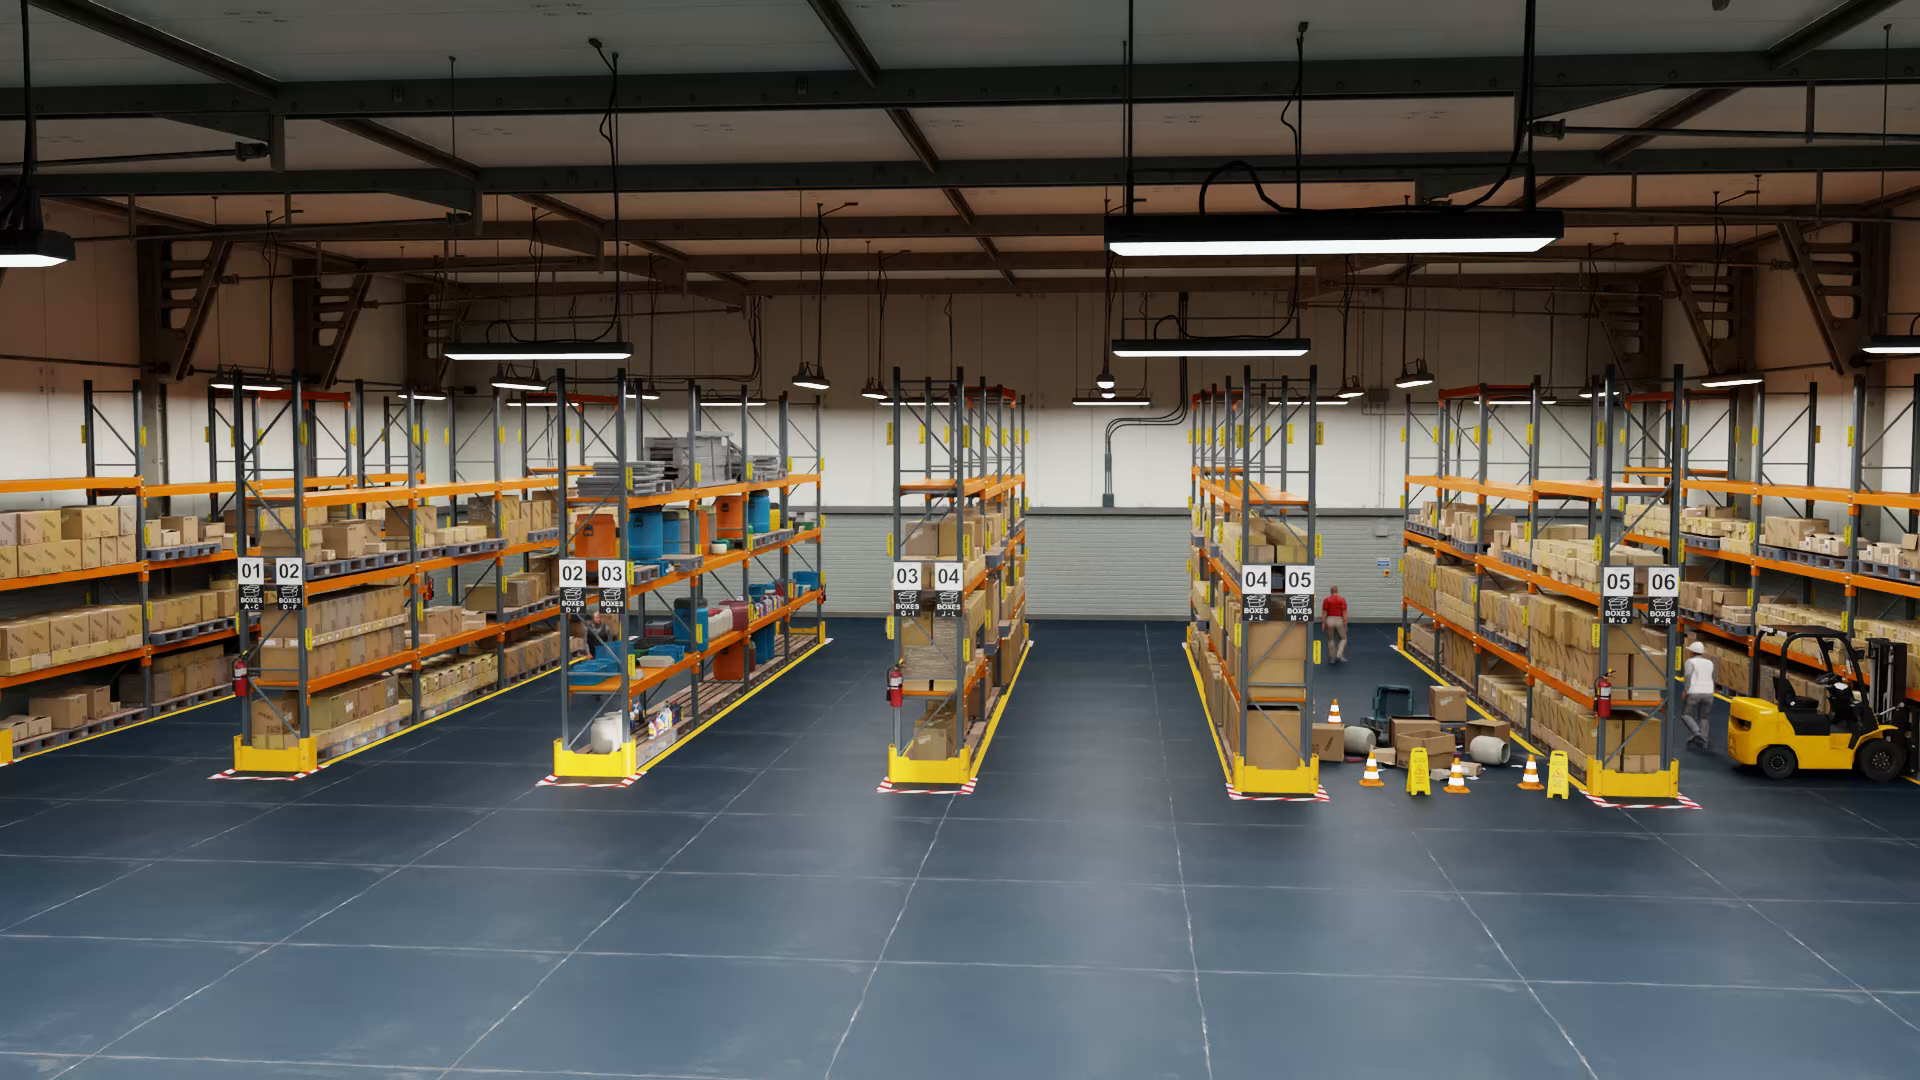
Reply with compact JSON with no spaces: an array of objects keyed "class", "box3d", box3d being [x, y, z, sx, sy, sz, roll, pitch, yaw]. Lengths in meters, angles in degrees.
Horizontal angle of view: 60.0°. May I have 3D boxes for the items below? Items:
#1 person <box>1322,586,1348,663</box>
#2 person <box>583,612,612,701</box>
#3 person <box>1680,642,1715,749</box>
[{"class":"person","box3d":[8.264,1.869,36.644,0.587,1.724,0.541,1,4,17]},{"class":"person","box3d":[-6.890,2.191,31.587,0.537,1.658,1.015,-1,4,-9]},{"class":"person","box3d":[11.977,2.498,26.985,0.589,1.668,0.741,0,4,6]}]
